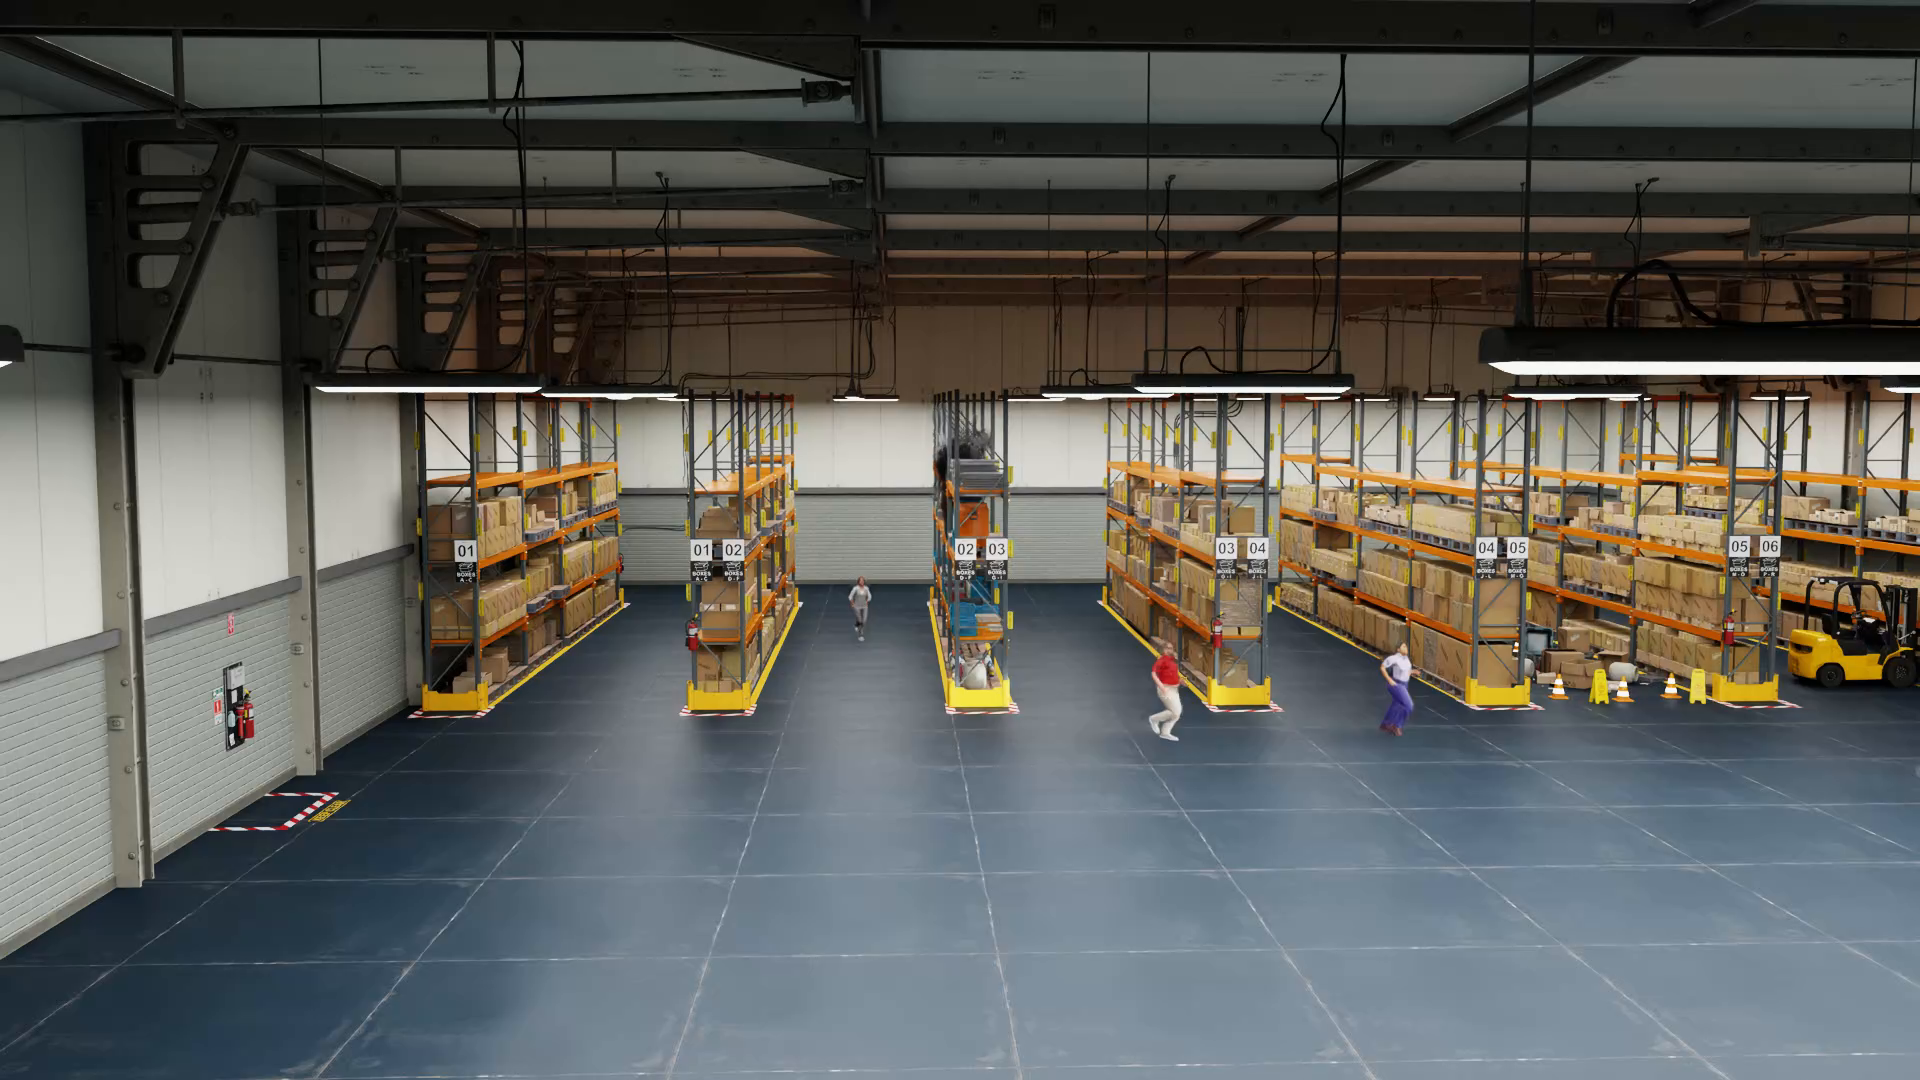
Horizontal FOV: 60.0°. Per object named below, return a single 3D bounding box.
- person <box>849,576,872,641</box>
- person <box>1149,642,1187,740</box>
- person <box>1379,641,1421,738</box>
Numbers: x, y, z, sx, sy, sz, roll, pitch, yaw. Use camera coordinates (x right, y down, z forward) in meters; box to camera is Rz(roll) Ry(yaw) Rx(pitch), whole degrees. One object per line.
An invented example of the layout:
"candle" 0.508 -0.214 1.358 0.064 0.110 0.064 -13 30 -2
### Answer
"person" -2.409 1.657 40.379 0.549 1.552 0.556 -1 5 -16
"person" 3.556 2.579 28.390 0.595 1.684 0.671 2 5 27
"person" 7.616 2.581 28.753 0.678 1.685 0.574 3 6 35
